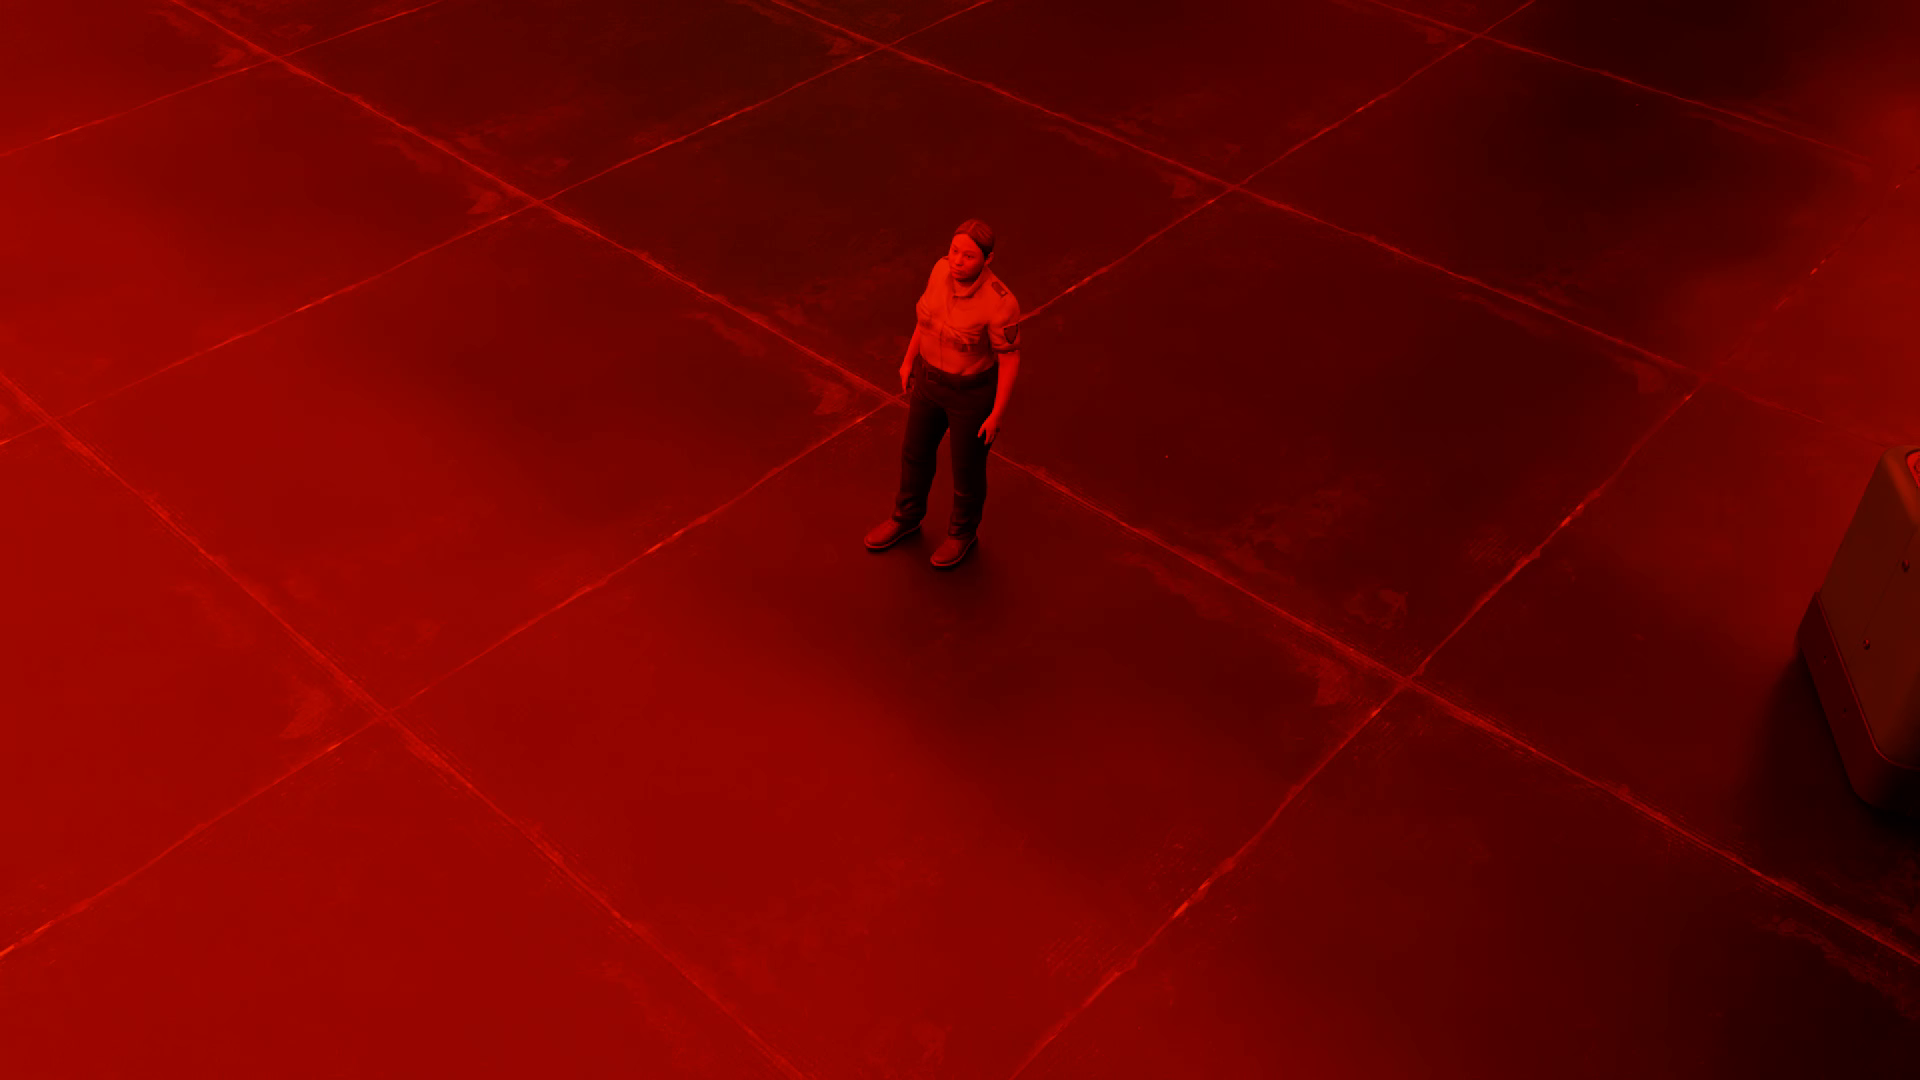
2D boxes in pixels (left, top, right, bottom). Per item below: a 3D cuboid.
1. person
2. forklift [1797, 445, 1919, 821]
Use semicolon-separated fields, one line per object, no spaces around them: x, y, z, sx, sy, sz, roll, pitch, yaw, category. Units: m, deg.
-0.078;-0.598;7.100;0.598;1.651;0.502;31;49;31;person
5.016;-0.241;5.709;3.031;2.935;1.130;5;41;6;forklift
